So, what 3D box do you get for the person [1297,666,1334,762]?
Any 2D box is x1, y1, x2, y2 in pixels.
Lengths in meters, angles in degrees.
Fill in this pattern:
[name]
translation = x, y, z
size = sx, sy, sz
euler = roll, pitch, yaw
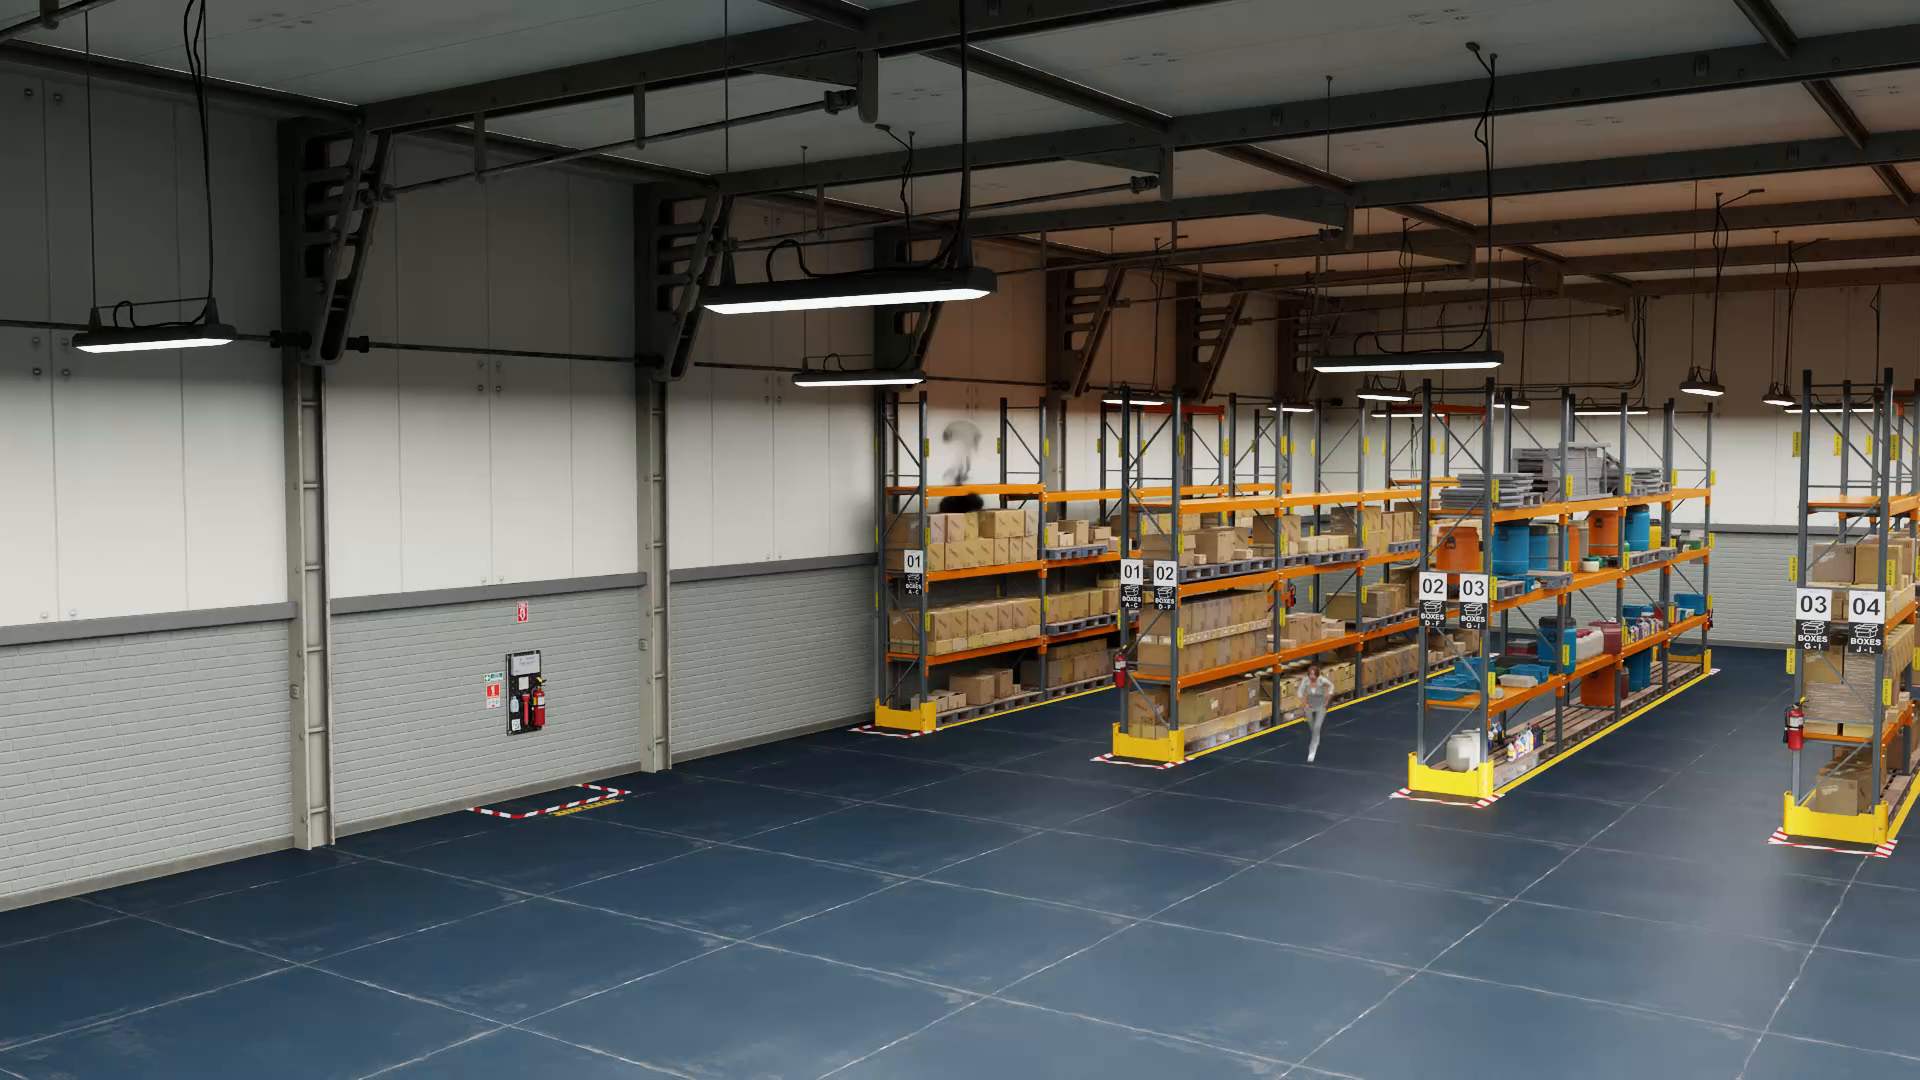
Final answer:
[person]
translation = 5.745, 2.767, 26.882
size = 0.572, 1.547, 0.884
euler = 1, 3, 14
